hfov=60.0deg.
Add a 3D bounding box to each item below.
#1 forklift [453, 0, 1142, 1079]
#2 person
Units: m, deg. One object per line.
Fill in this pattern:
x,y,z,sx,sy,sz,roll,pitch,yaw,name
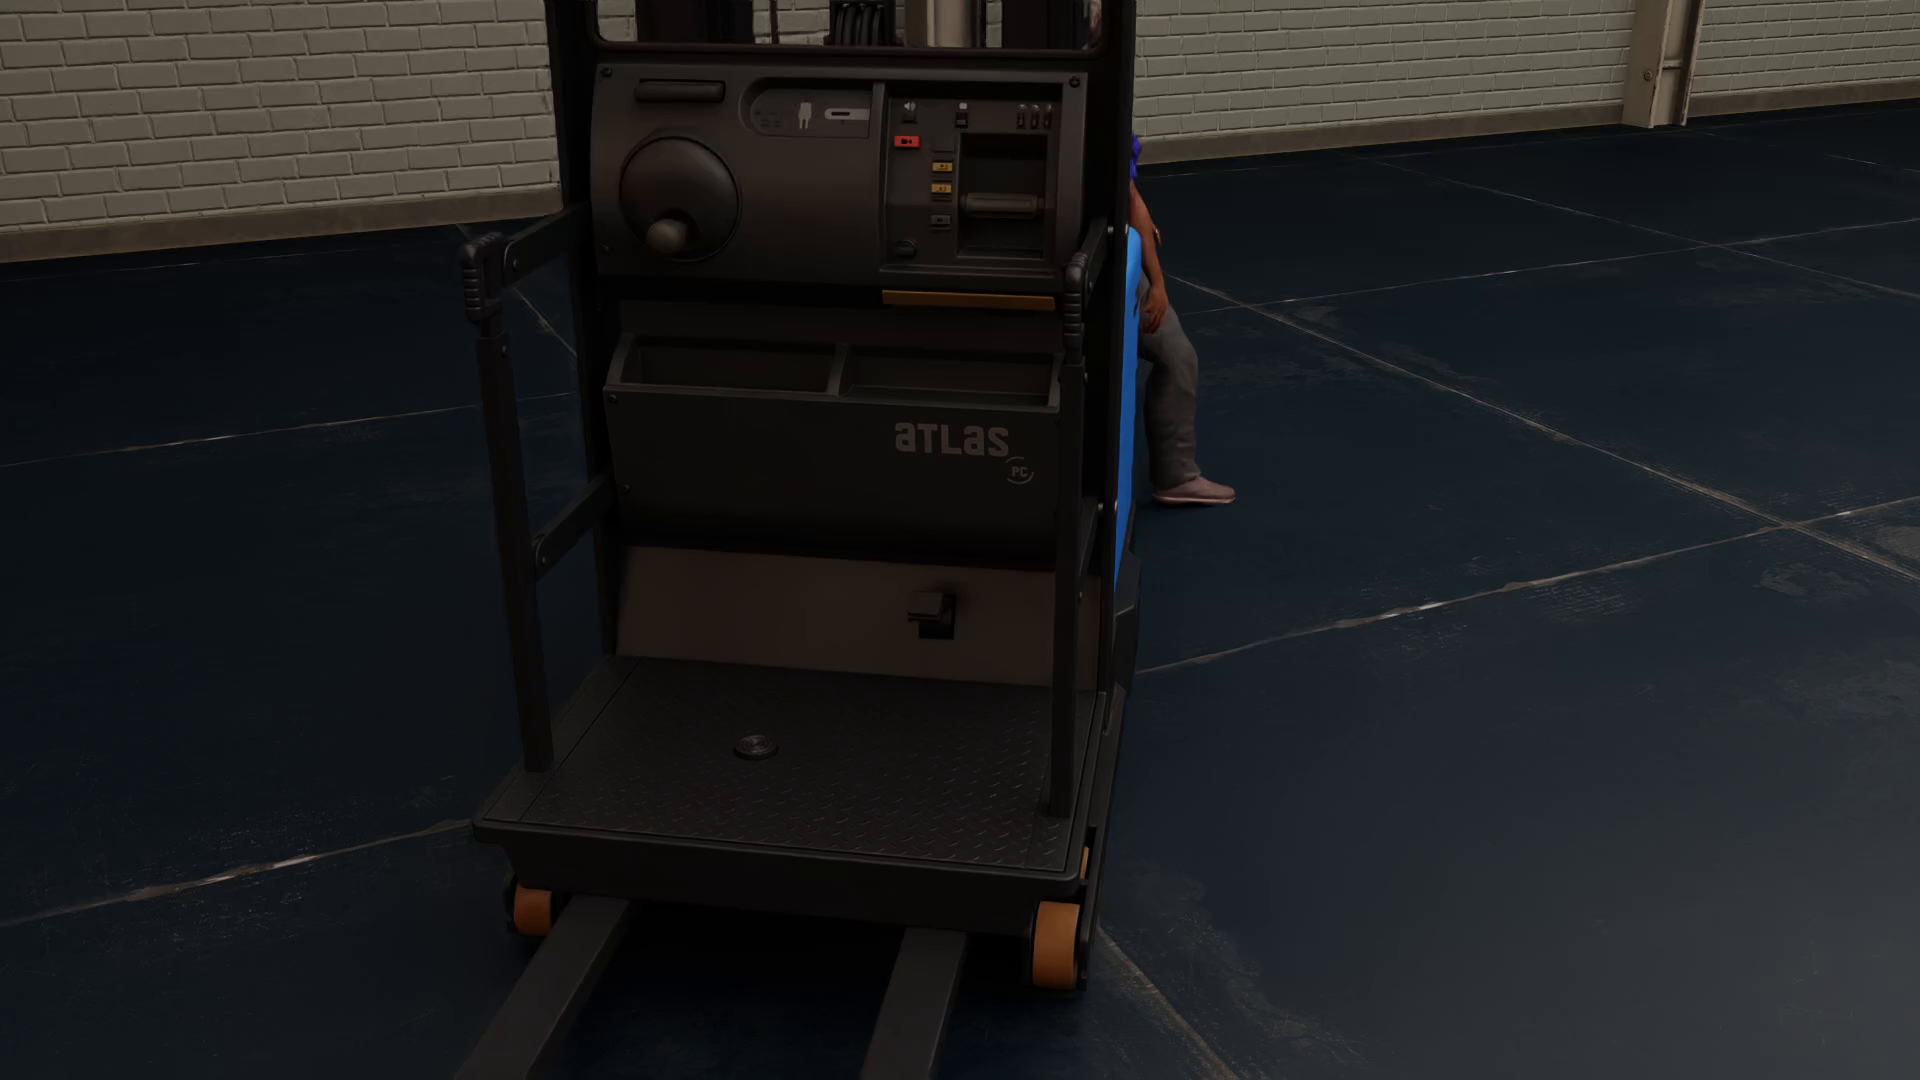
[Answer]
-0.264,-0.664,2.885,1.130,2.935,3.031,4,23,9,forklift
0.467,-0.837,5.094,0.769,1.589,0.663,-17,28,-35,person
